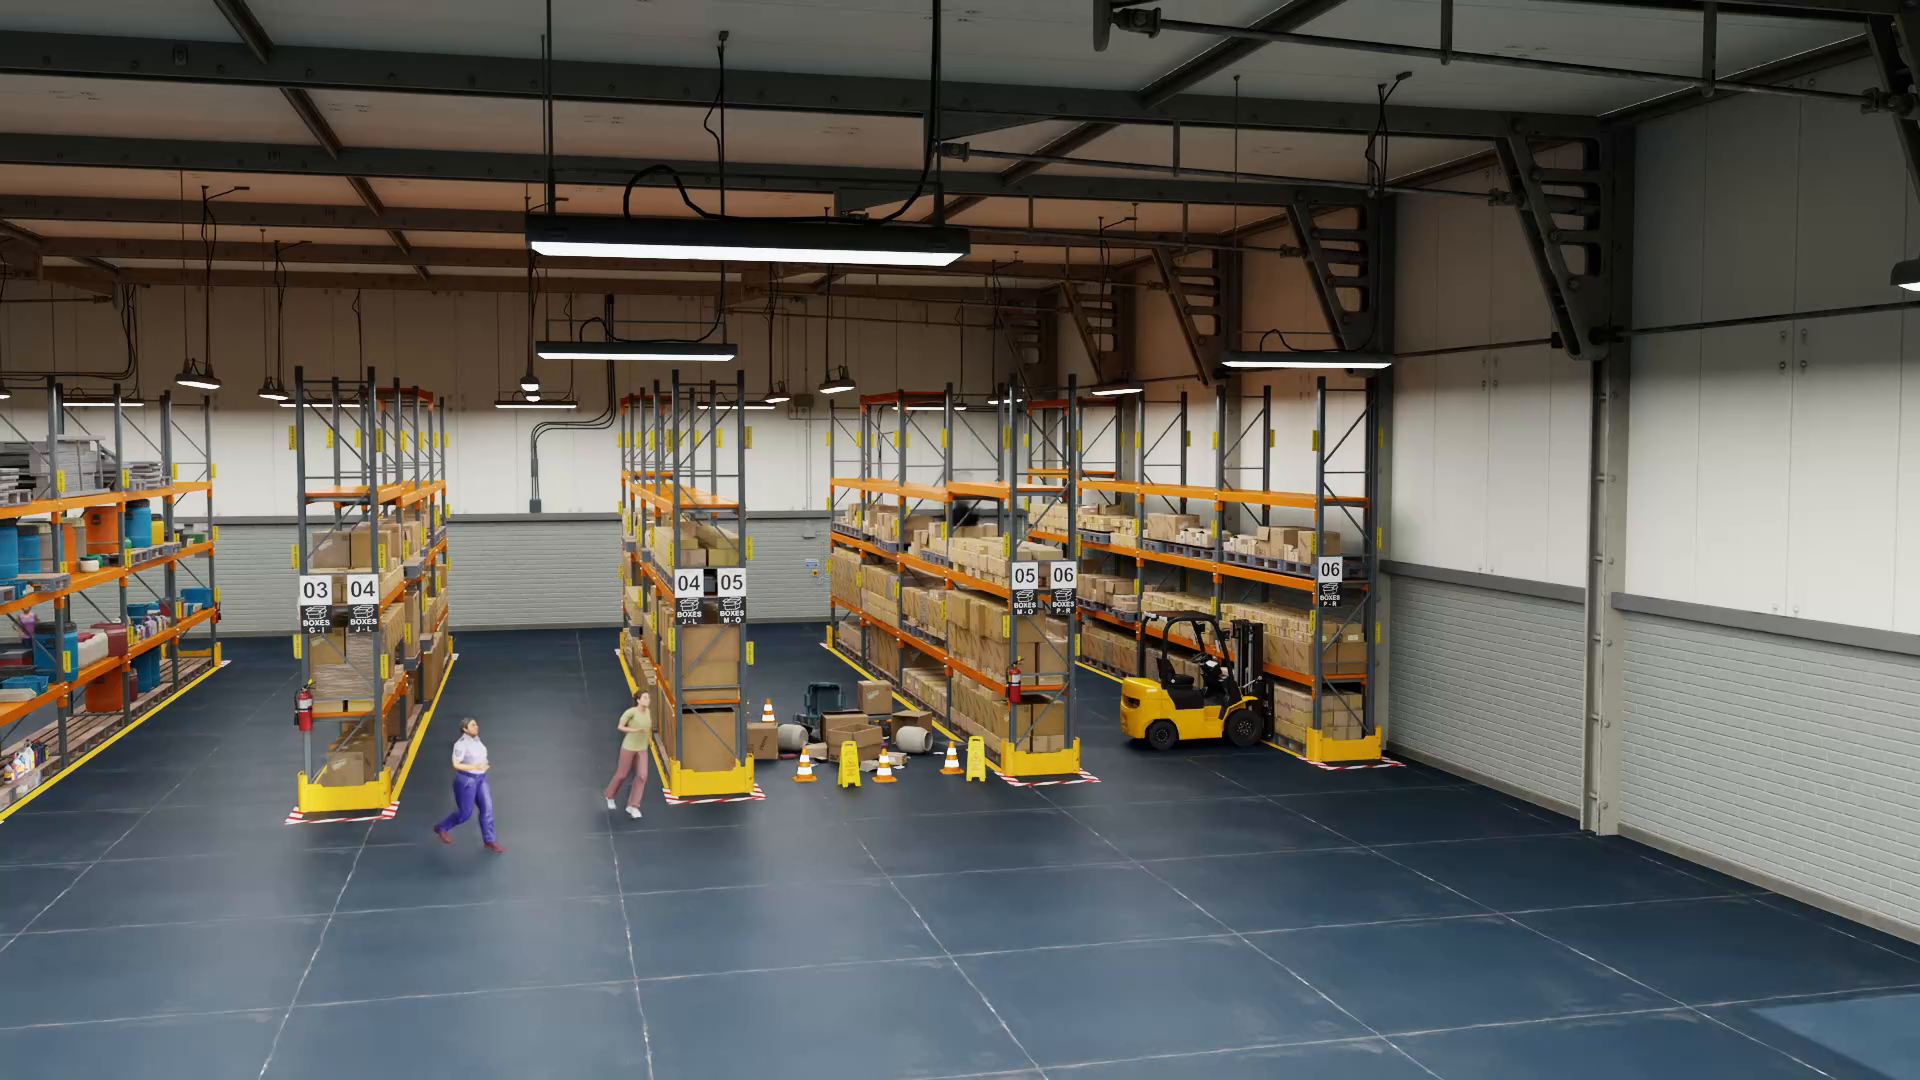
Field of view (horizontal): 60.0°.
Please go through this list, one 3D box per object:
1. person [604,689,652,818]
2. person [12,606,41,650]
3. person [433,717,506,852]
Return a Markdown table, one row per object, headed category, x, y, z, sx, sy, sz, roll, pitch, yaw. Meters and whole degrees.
| category | x | y | z | sx | sy | sz | roll | pitch | yaw |
| --- | --- | --- | --- | --- | --- | --- | --- | --- | --- |
| person | -4.361 | 2.835 | 22.392 | 0.579 | 1.661 | 0.877 | -3 | 4 | -40 |
| person | -20.022 | 2.098 | 35.736 | 0.551 | 1.542 | 0.563 | -3 | 4 | -38 |
| person | -5.967 | 2.978 | 20.226 | 0.920 | 1.631 | 0.610 | 1 | 4 | 17 |
